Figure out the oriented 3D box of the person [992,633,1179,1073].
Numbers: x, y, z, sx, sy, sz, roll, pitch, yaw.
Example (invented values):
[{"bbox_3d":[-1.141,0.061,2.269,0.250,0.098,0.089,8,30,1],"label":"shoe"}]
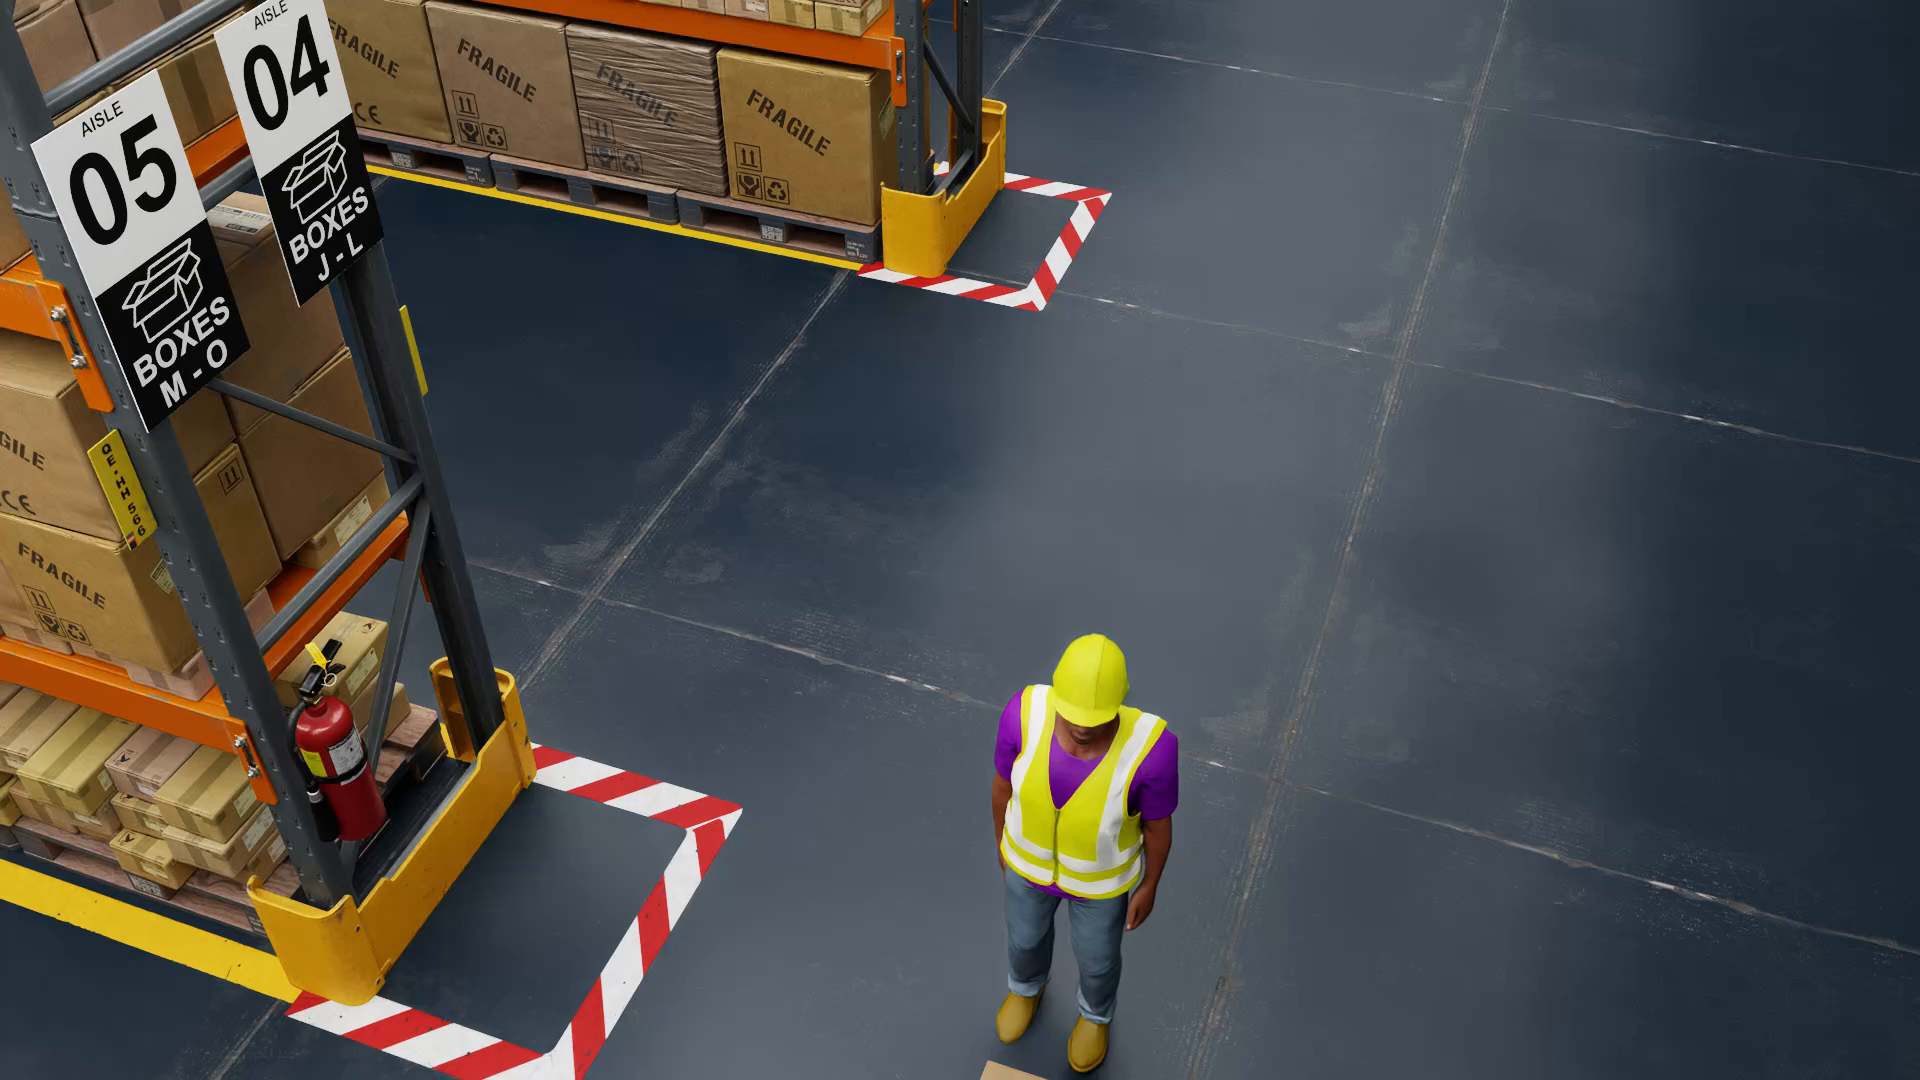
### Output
[{"bbox_3d":[0.350,0.974,5.052,0.562,1.783,0.361,15,43,16],"label":"person"}]
